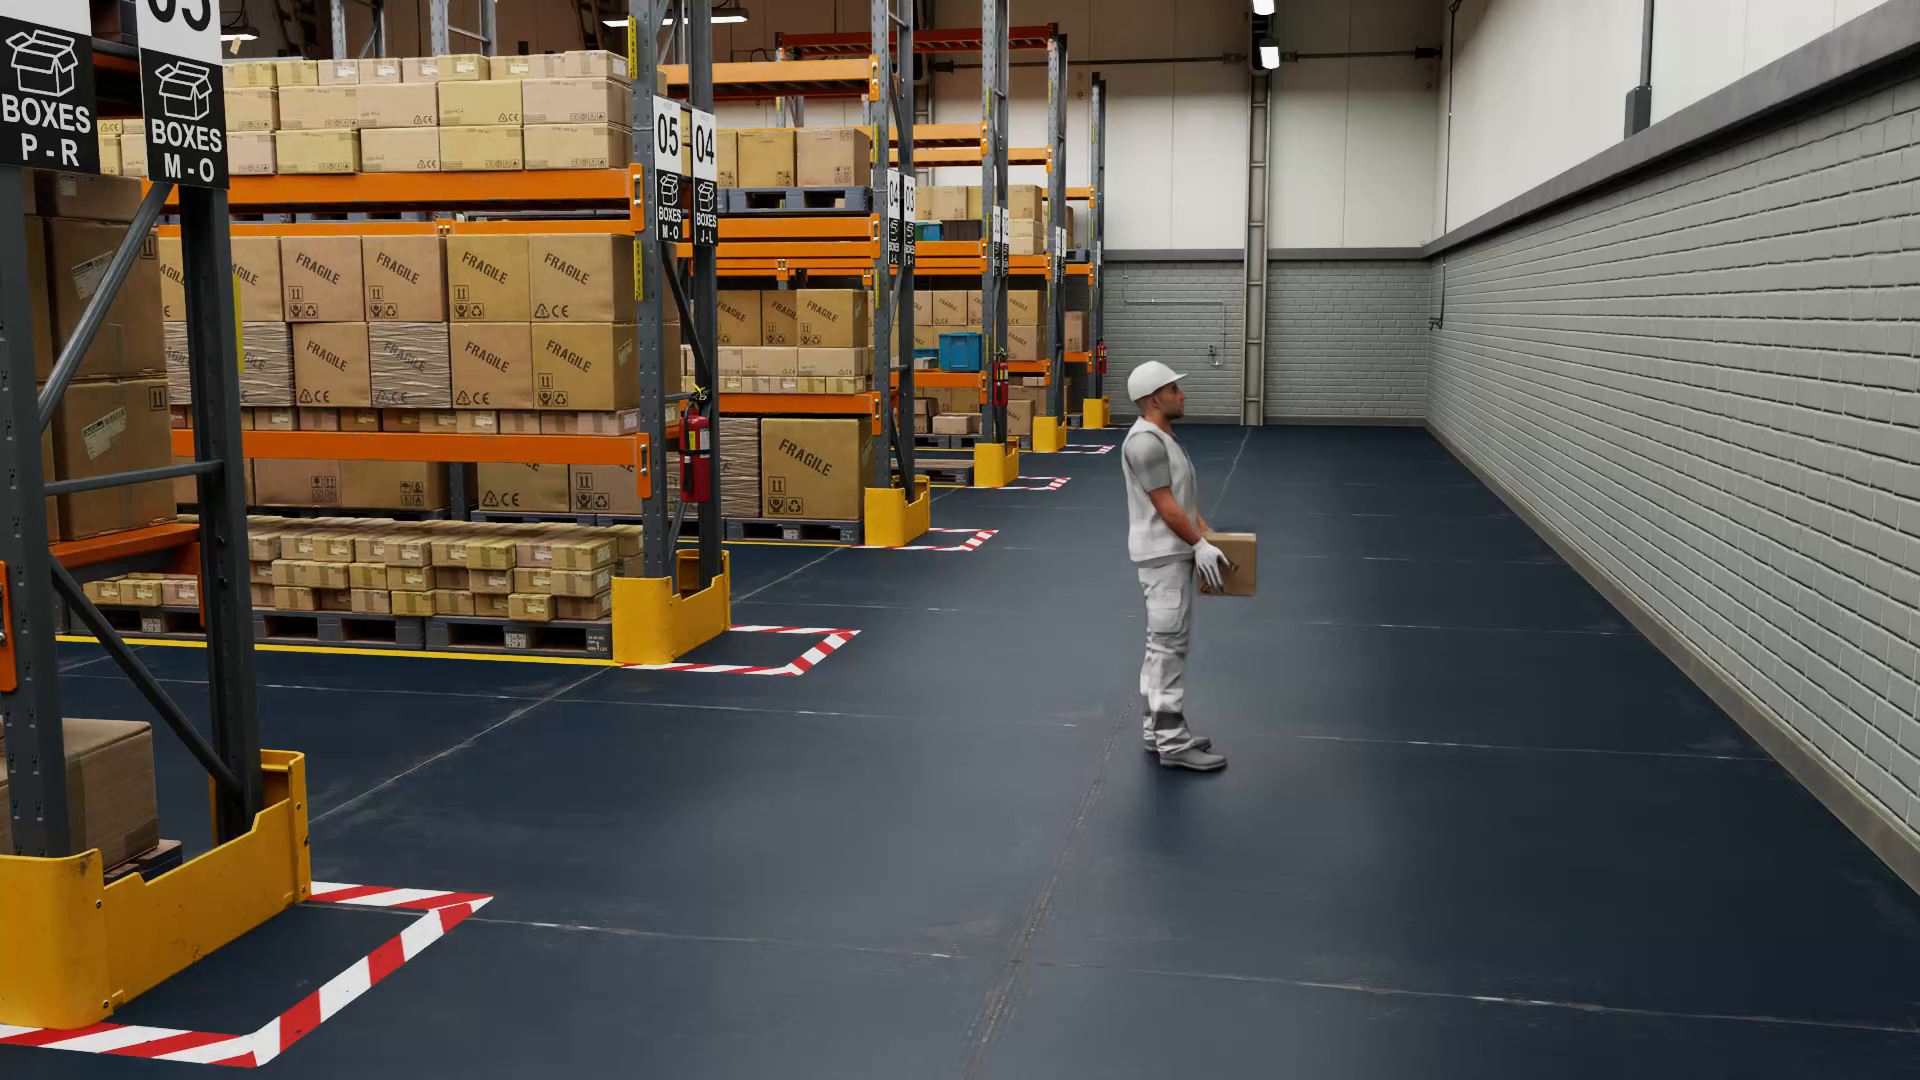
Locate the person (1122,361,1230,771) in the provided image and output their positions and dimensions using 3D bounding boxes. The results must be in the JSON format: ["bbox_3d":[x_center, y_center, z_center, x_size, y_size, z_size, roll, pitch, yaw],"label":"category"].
[{"bbox_3d":[0.985,0.097,7.477,0.505,1.793,0.541,2,8,14],"label":"person"}]
